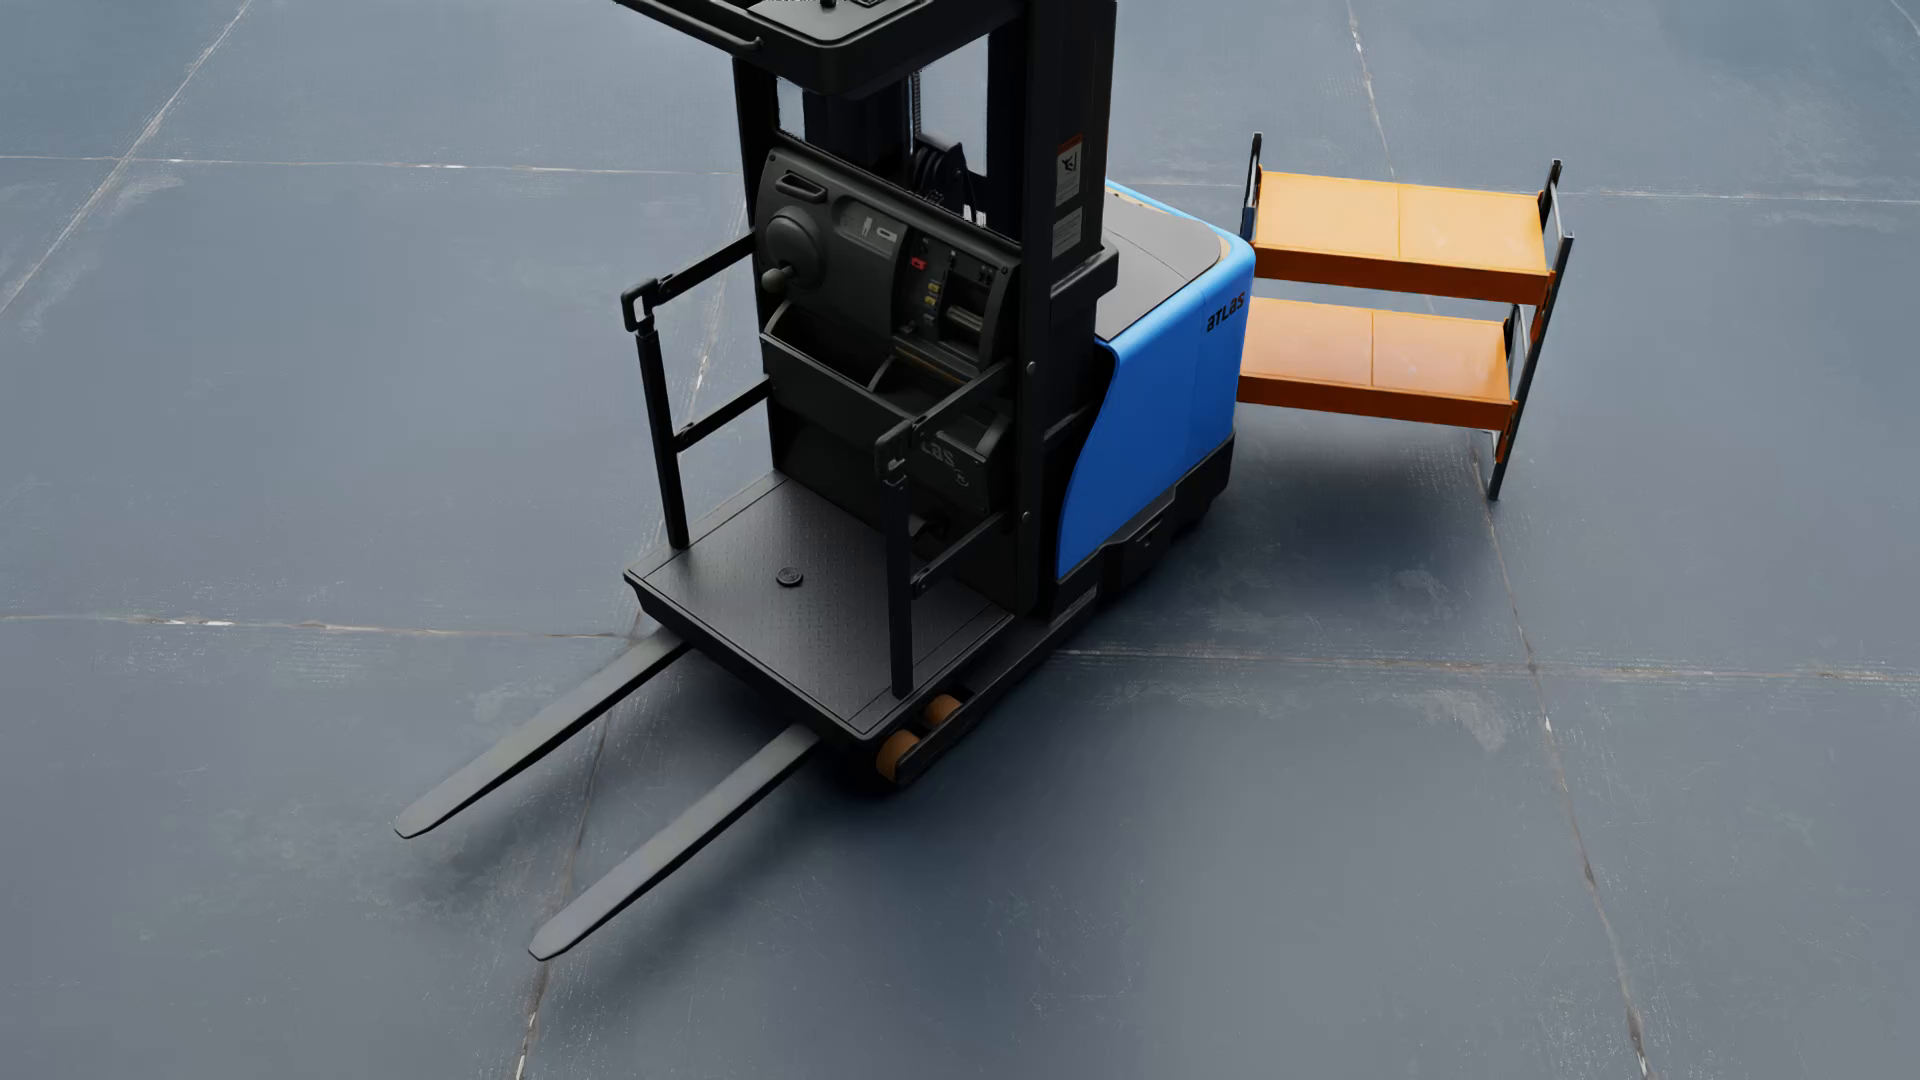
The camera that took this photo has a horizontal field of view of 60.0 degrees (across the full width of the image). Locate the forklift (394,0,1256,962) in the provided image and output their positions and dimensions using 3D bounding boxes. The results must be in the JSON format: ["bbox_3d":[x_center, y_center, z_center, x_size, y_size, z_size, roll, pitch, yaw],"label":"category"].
[{"bbox_3d":[-0.368,-0.714,4.565,1.130,2.935,3.031,31,51,29],"label":"forklift"}]

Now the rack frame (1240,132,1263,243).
[{"bbox_3d":[1.002,-0.852,6.038,0.032,1.125,0.500,7,43,8],"label":"rack frame"}]

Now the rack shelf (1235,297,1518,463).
[{"bbox_3d":[1.502,-0.611,6.139,1.000,0.278,0.538,7,43,8],"label":"rack shelf"}]

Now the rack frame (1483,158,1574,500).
[{"bbox_3d":[2.002,-0.728,5.906,0.032,1.125,0.500,7,43,8],"label":"rack frame"}]

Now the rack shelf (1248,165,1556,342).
[{"bbox_3d":[1.502,-1.004,5.772,1.000,0.278,0.538,7,43,8],"label":"rack shelf"}]

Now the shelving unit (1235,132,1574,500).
[{"bbox_3d":[1.502,-0.790,5.972,1.048,1.125,0.538,7,43,8],"label":"shelving unit"}]
